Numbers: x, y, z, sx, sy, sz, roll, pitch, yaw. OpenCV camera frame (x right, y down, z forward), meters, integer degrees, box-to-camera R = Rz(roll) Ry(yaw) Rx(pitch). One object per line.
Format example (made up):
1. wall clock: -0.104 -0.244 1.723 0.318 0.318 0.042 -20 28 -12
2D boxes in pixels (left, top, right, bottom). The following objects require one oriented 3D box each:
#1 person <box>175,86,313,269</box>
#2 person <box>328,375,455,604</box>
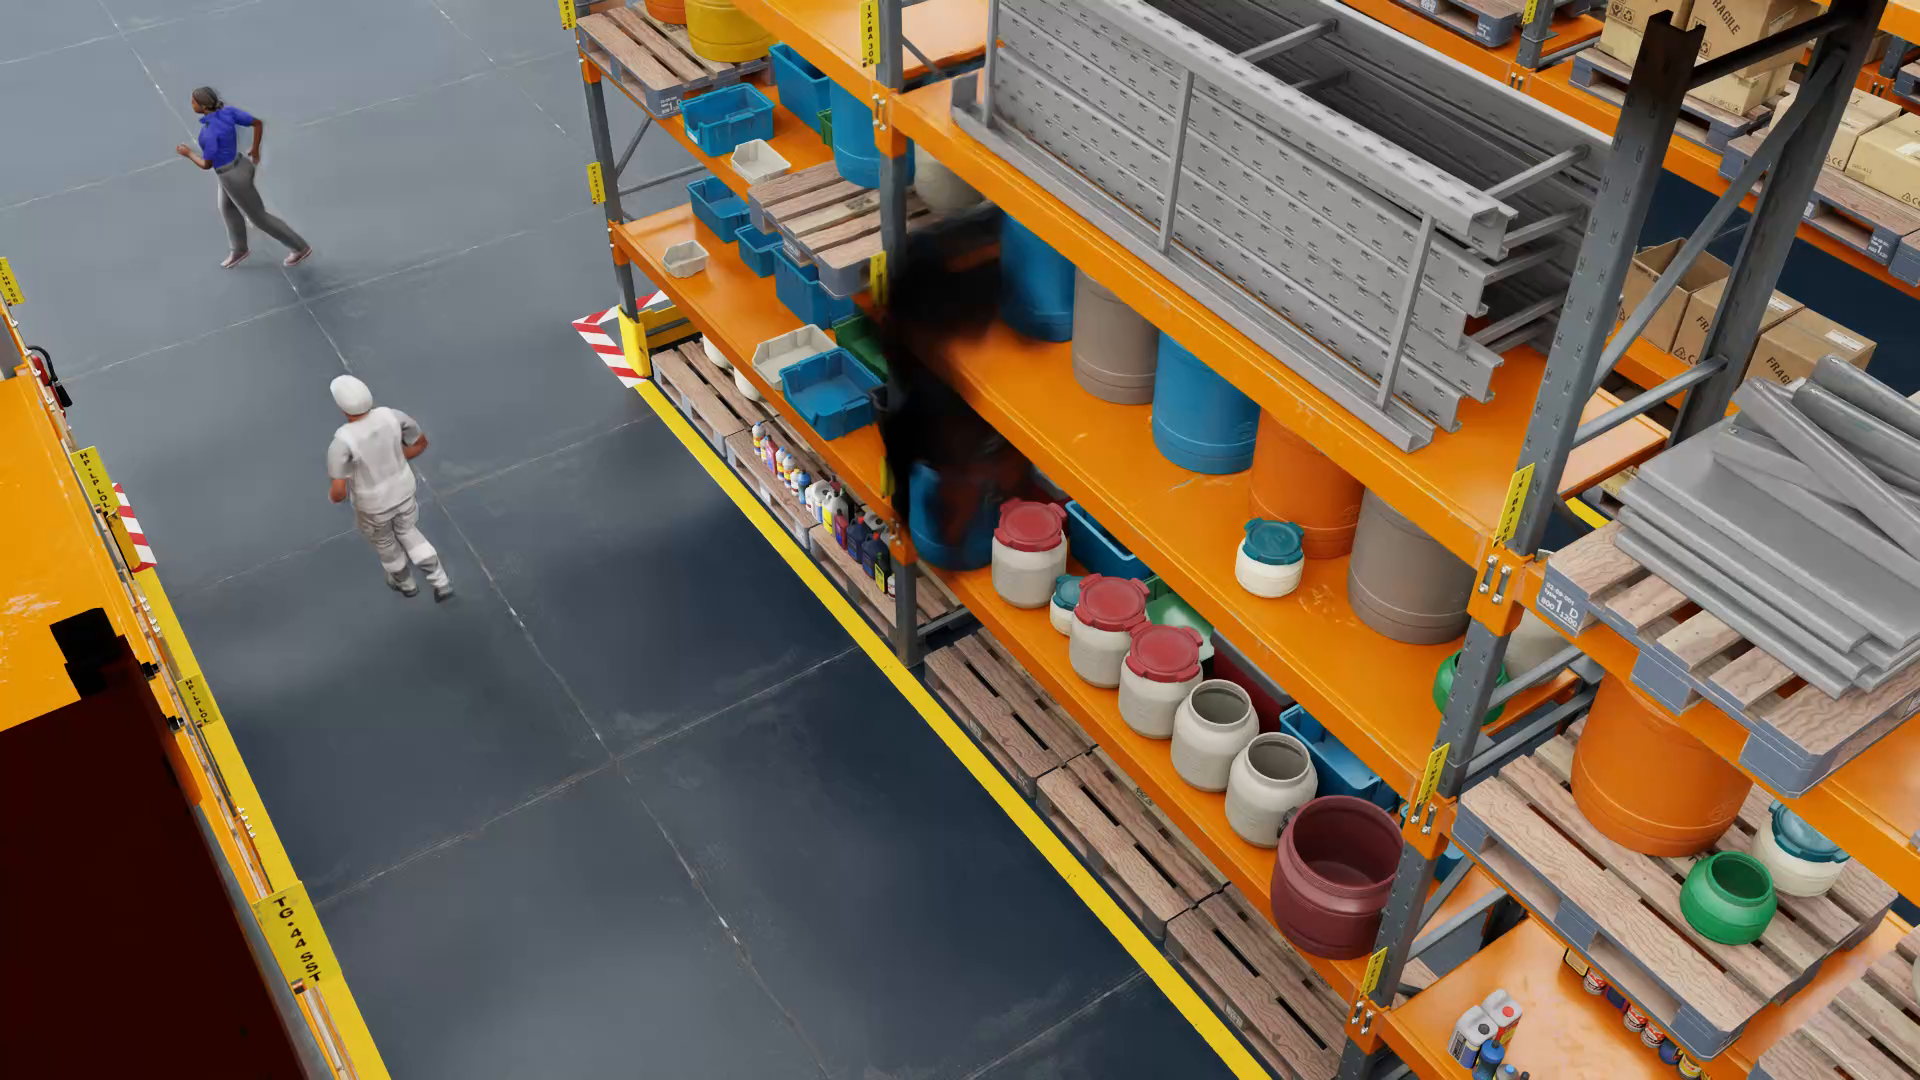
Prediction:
1. person: -5.963 -2.967 13.750 0.833 1.703 0.547 -3 43 -3
2. person: -3.564 -0.259 10.317 0.660 1.783 0.683 32 51 30
